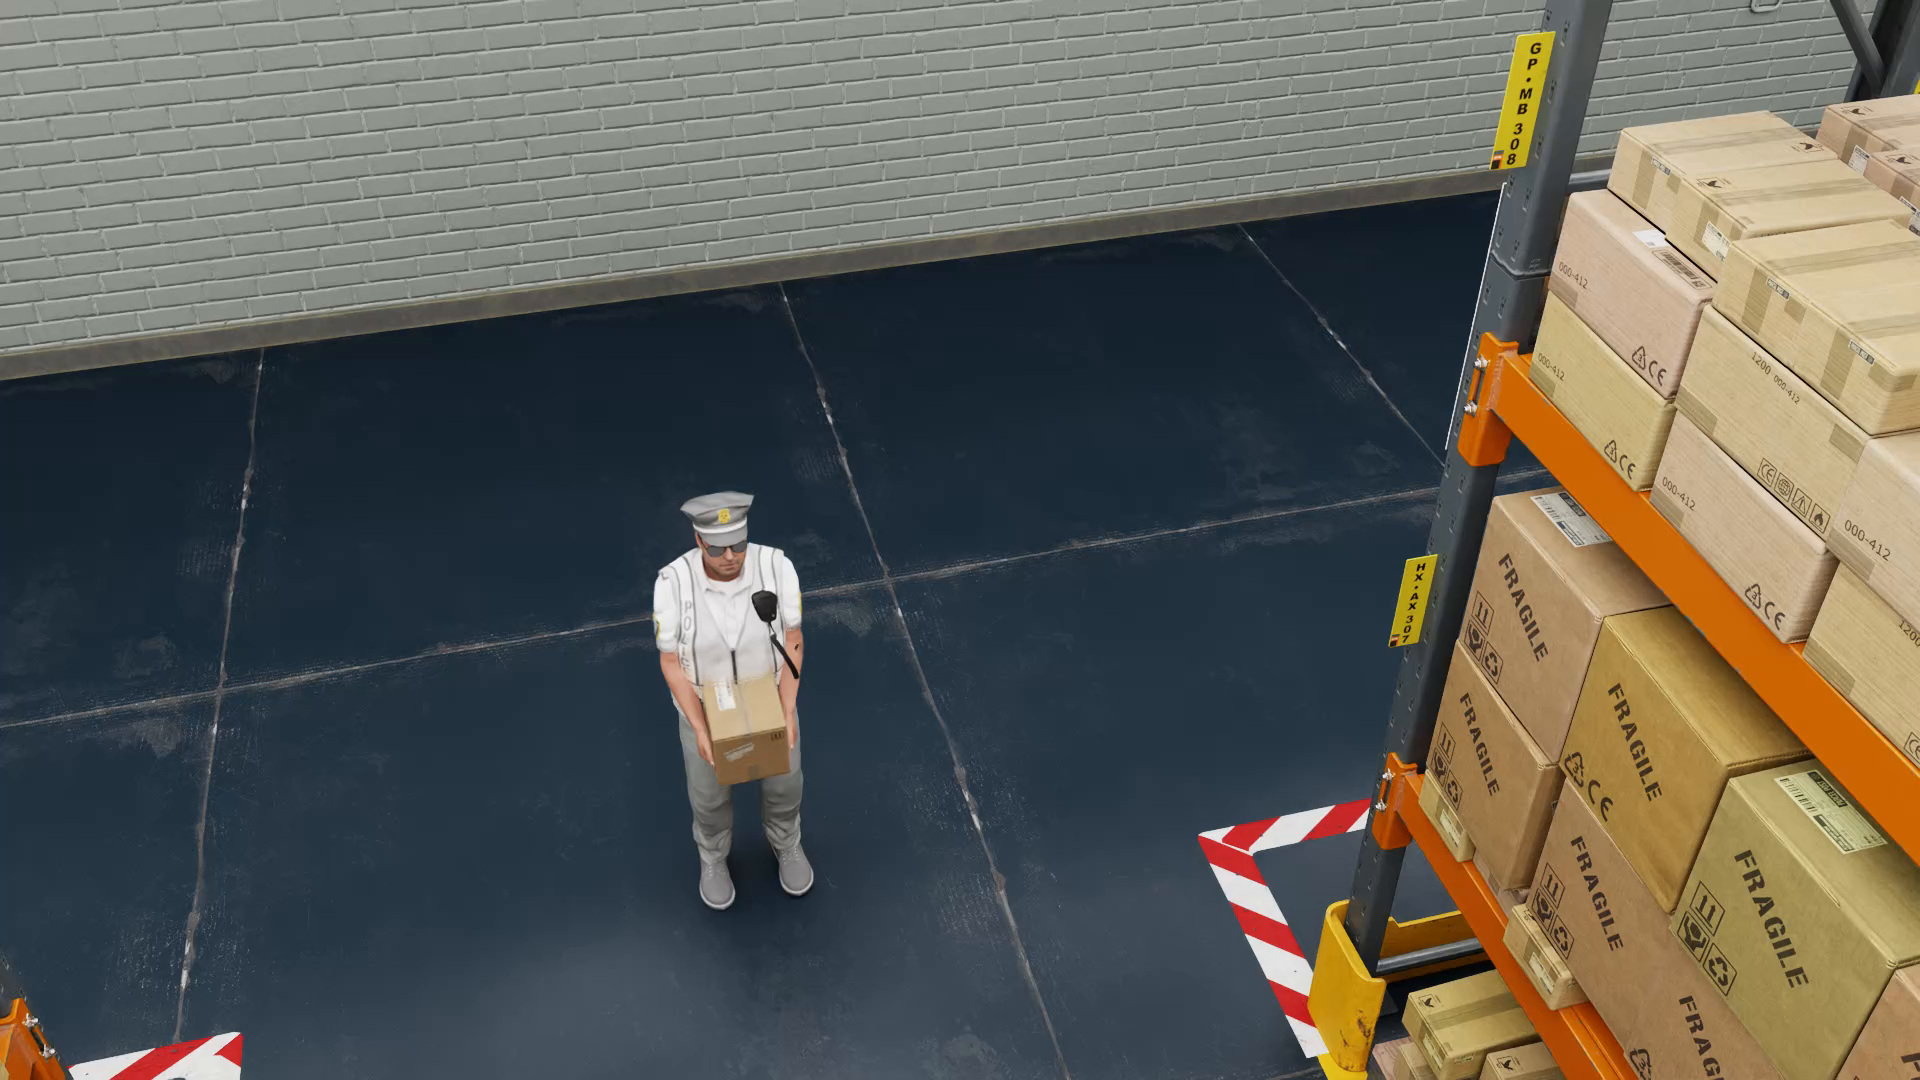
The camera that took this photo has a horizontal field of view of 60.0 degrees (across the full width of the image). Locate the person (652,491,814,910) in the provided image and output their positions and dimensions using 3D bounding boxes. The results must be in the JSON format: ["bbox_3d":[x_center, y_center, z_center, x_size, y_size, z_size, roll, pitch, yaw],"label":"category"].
[{"bbox_3d":[-0.776,0.607,5.908,0.518,1.775,0.552,-10,39,-12],"label":"person"}]
